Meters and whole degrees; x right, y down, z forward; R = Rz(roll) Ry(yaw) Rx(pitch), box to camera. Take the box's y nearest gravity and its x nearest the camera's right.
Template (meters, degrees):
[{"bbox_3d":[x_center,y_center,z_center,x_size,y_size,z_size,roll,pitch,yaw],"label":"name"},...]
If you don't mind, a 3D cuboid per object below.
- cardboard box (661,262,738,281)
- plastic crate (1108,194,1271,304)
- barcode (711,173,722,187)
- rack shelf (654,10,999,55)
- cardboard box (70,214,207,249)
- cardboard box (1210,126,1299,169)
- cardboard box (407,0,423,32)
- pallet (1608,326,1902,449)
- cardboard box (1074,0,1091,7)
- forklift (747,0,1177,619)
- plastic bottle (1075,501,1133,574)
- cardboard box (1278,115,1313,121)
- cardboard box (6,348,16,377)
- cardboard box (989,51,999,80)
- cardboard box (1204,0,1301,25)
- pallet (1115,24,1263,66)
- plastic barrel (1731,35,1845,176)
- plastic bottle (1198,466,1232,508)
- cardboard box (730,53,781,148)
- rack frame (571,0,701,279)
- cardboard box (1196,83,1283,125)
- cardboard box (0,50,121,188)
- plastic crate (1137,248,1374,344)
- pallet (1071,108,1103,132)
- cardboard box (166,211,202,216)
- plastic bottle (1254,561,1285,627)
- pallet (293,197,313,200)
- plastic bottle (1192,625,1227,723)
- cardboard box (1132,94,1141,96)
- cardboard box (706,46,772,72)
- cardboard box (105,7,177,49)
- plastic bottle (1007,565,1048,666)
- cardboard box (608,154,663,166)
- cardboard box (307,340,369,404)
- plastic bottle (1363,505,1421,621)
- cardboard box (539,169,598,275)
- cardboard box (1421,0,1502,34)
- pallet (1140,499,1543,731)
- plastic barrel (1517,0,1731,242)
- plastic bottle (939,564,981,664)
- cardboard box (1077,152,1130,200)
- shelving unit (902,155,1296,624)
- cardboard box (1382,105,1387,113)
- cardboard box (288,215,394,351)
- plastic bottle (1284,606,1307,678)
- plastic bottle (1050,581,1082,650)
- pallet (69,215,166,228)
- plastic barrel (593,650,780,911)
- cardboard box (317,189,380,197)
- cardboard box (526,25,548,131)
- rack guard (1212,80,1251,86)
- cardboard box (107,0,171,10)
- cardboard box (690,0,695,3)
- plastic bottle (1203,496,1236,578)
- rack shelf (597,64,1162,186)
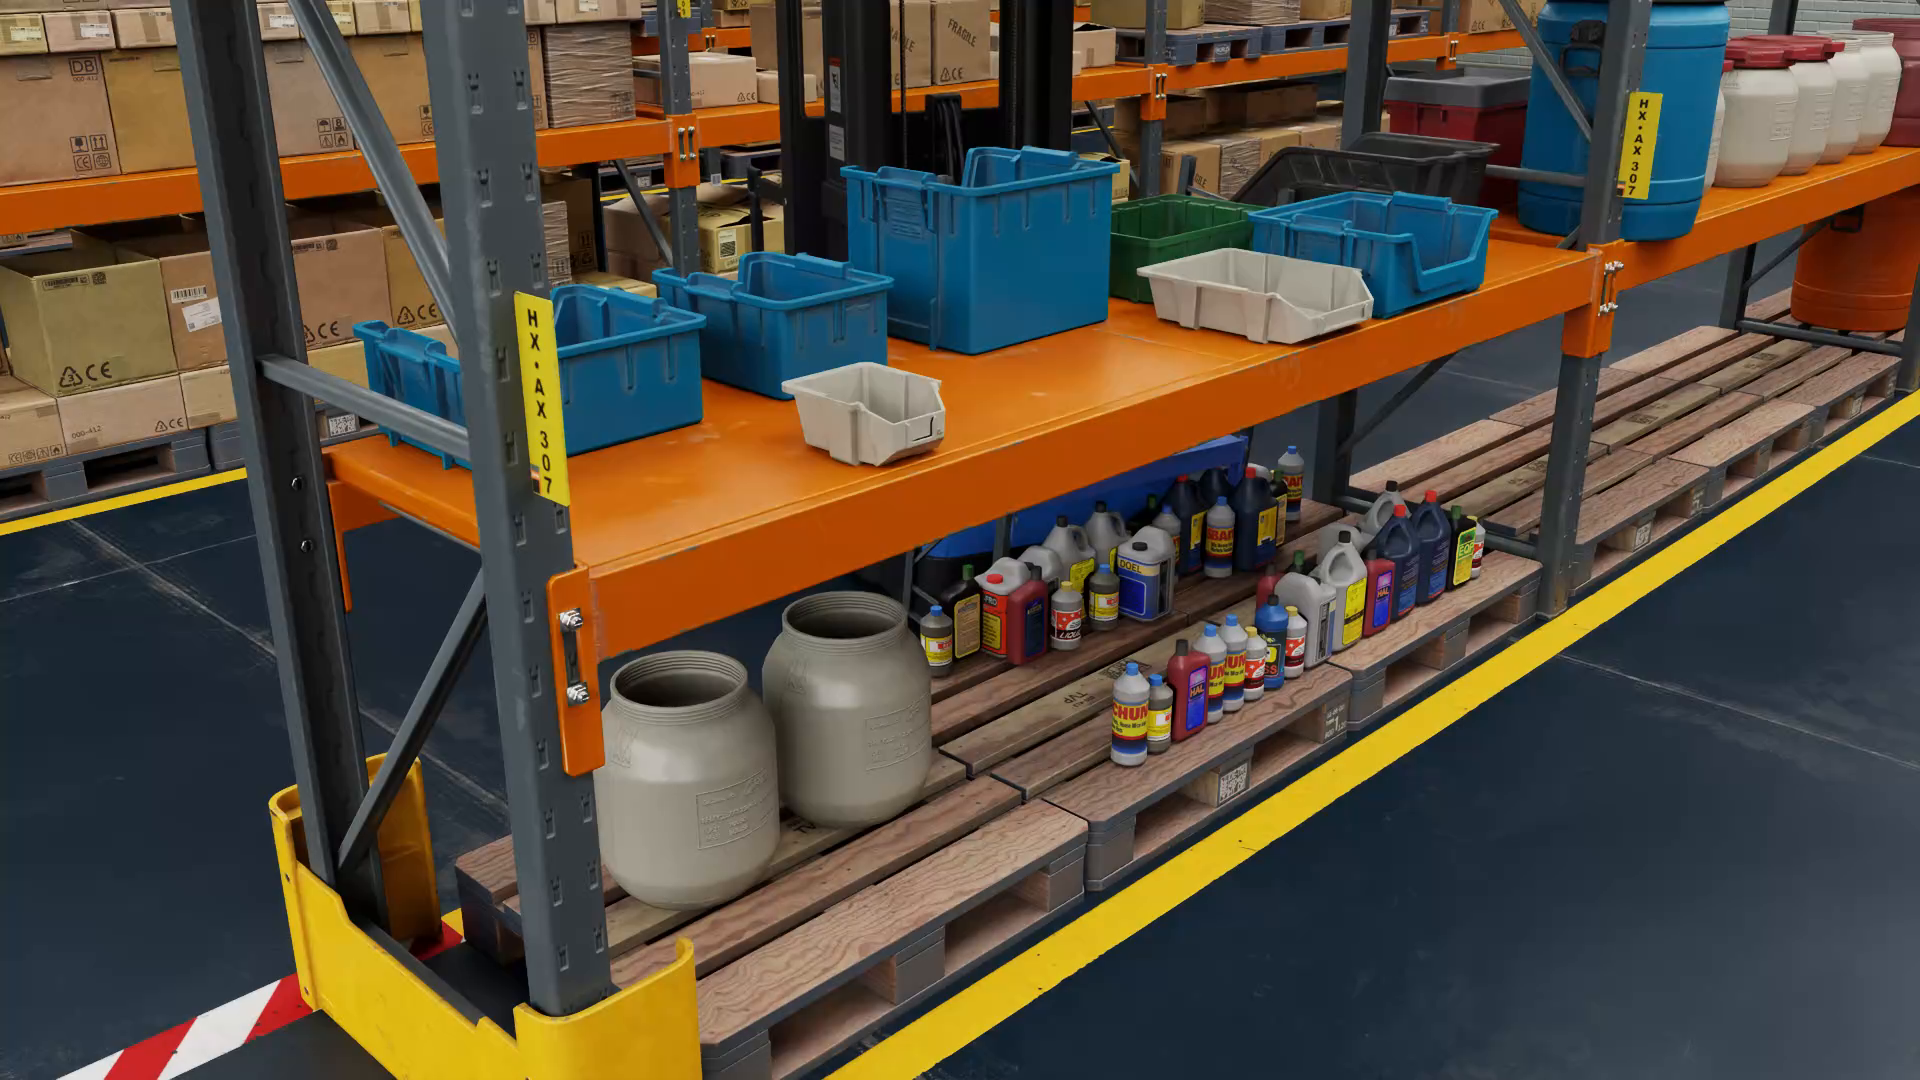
[{"bbox_3d":[-1.334,-1.449,9.411,0.500,0.250,0.500,18,28,39],"label":"cardboard box"},{"bbox_3d":[0.604,-0.877,4.971,0.450,0.188,0.662,19,28,41],"label":"plastic crate"},{"bbox_3d":[-1.316,-1.943,8.981,0.001,0.075,0.075,19,28,41],"label":"barcode"},{"bbox_3d":[-1.159,-4.940,16.250,1.077,0.370,4.000,19,28,41],"label":"rack shelf"},{"bbox_3d":[-3.735,-1.202,7.724,0.500,0.500,0.500,19,28,41],"label":"cardboard box"},{"bbox_3d":[2.235,-2.871,12.734,0.500,0.500,0.500,19,28,40],"label":"cardboard box"},{"bbox_3d":[-2.540,-2.460,7.750,0.380,0.149,0.250,19,28,40],"label":"cardboard box"},{"bbox_3d":[3.976,-0.791,8.339,1.003,0.211,1.213,19,28,41],"label":"pallet"},{"bbox_3d":[1.140,-6.252,18.241,0.980,0.700,0.700,18,28,39],"label":"cardboard box"},{"bbox_3d":[-0.261,-1.572,6.578,1.130,2.935,3.031,-9,23,-23],"label":"forklift"},{"bbox_3d":[0.465,0.038,5.373,0.144,0.351,0.185,19,28,40],"label":"plastic bottle"},{"bbox_3d":[2.558,-3.260,13.746,0.500,0.500,0.500,20,29,41],"label":"cardboard box"},{"bbox_3d":[-4.081,-0.723,7.521,0.500,0.250,0.500,19,28,41],"label":"cardboard box"},{"bbox_3d":[0.148,-3.064,10.715,0.250,0.149,0.380,-18,27,-38],"label":"cardboard box"},{"bbox_3d":[2.131,-4.143,12.448,0.500,0.500,0.700,-14,25,-32],"label":"cardboard box"},{"bbox_3d":[1.420,-3.625,12.093,1.213,0.211,1.003,19,28,41],"label":"pallet"},{"bbox_3d":[3.392,-1.808,6.909,0.433,0.535,0.433,0,21,0],"label":"plastic barrel"},{"bbox_3d":[0.893,-0.119,5.783,0.185,0.351,0.144,-19,28,-41],"label":"plastic bottle"},{"bbox_3d":[-1.947,-4.111,15.500,0.750,0.750,0.750,19,28,40],"label":"cardboard box"},{"bbox_3d":[-1.793,-2.495,8.885,1.000,3.000,0.127,19,28,41],"label":"rack frame"},{"bbox_3d":[2.229,-3.490,13.300,0.500,0.250,0.500,19,28,40],"label":"cardboard box"},{"bbox_3d":[-3.885,-1.766,6.850,0.500,0.500,0.700,-19,28,-41],"label":"cardboard box"},{"bbox_3d":[0.802,-0.650,4.453,0.530,0.136,0.437,19,28,41],"label":"plastic crate"},{"bbox_3d":[0.823,-4.664,18.416,1.003,0.211,1.213,19,28,41],"label":"pallet"},{"bbox_3d":[-5.696,-2.472,12.160,0.380,0.166,0.250,15,26,34],"label":"cardboard box"},{"bbox_3d":[0.959,0.193,5.065,0.061,0.283,0.133,19,28,41],"label":"plastic bottle"},{"bbox_3d":[-4.802,-2.633,13.130,1.003,0.211,1.213,19,28,41],"label":"pallet"},{"bbox_3d":[0.690,0.366,4.631,0.097,0.271,0.097,0,21,0],"label":"plastic bottle"},{"bbox_3d":[1.911,-5.385,19.302,0.700,0.500,0.500,18,27,39],"label":"cardboard box"},{"bbox_3d":[-1.311,-2.704,9.616,0.396,0.266,0.258,18,28,39],"label":"cardboard box"},{"bbox_3d":[-3.436,-2.129,6.889,0.380,0.149,0.250,18,27,39],"label":"cardboard box"},{"bbox_3d":[0.202,0.223,4.985,0.061,0.283,0.133,19,28,41],"label":"plastic bottle"},{"bbox_3d":[-3.019,-3.602,14.637,0.500,0.500,0.700,-20,29,-41],"label":"cardboard box"},{"bbox_3d":[-3.002,-0.847,7.843,0.500,0.250,0.500,19,28,41],"label":"cardboard box"},{"bbox_3d":[1.377,0.064,5.306,0.144,0.351,0.185,18,27,38],"label":"plastic bottle"},{"bbox_3d":[-2.341,-1.717,9.062,0.500,0.500,0.500,19,28,41],"label":"cardboard box"},{"bbox_3d":[4.339,-4.661,14.380,0.500,0.500,0.500,-19,28,-41],"label":"cardboard box"},{"bbox_3d":[1.255,0.210,5.735,1.003,0.211,1.213,19,28,41],"label":"pallet"},{"bbox_3d":[2.240,-1.512,5.628,0.600,0.901,0.708,19,28,41],"label":"plastic barrel"},{"bbox_3d":[-0.001,0.220,4.994,0.133,0.283,0.061,-19,28,-41],"label":"plastic bottle"},{"bbox_3d":[0.809,-2.501,11.366,0.500,0.311,0.500,-19,28,-41],"label":"cardboard box"},{"bbox_3d":[0.433,-0.435,5.488,1.048,1.500,0.538,-13,31,-34],"label":"shelving unit"},{"bbox_3d":[3.649,-3.391,14.088,0.500,0.500,0.500,19,28,40],"label":"cardboard box"},{"bbox_3d":[-3.001,-1.196,7.708,0.500,0.500,0.500,19,28,41],"label":"cardboard box"},{"bbox_3d":[0.973,0.295,4.914,0.097,0.201,0.097,0,21,0],"label":"plastic bottle"},{"bbox_3d":[0.325,0.226,5.093,0.097,0.201,0.097,0,21,0],"label":"plastic bottle"},{"bbox_3d":[-5.788,-2.251,12.136,1.003,0.211,1.213,19,28,41],"label":"pallet"},{"bbox_3d":[-0.632,0.551,3.842,0.421,0.512,0.421,0,21,0],"label":"plastic barrel"},{"bbox_3d":[-4.843,-2.966,12.980,0.500,0.500,0.700,-19,28,-40],"label":"cardboard box"},{"bbox_3d":[-2.461,-2.289,8.209,0.700,0.500,0.500,19,28,40],"label":"cardboard box"},{"bbox_3d":[3.043,-5.658,20.598,1.175,0.500,0.348,19,28,41],"label":"rack guard"},{"bbox_3d":[-3.497,-2.516,6.991,0.700,0.500,0.500,19,28,41],"label":"cardboard box"},{"bbox_3d":[-2.413,-5.144,15.196,0.500,0.500,0.500,19,28,41],"label":"cardboard box"},{"bbox_3d":[0.879,-0.015,5.622,0.097,0.271,0.097,0,21,0],"label":"plastic bottle"},{"bbox_3d":[-0.397,-2.673,10.351,1.077,0.370,4.000,19,28,41],"label":"rack shelf"}]
